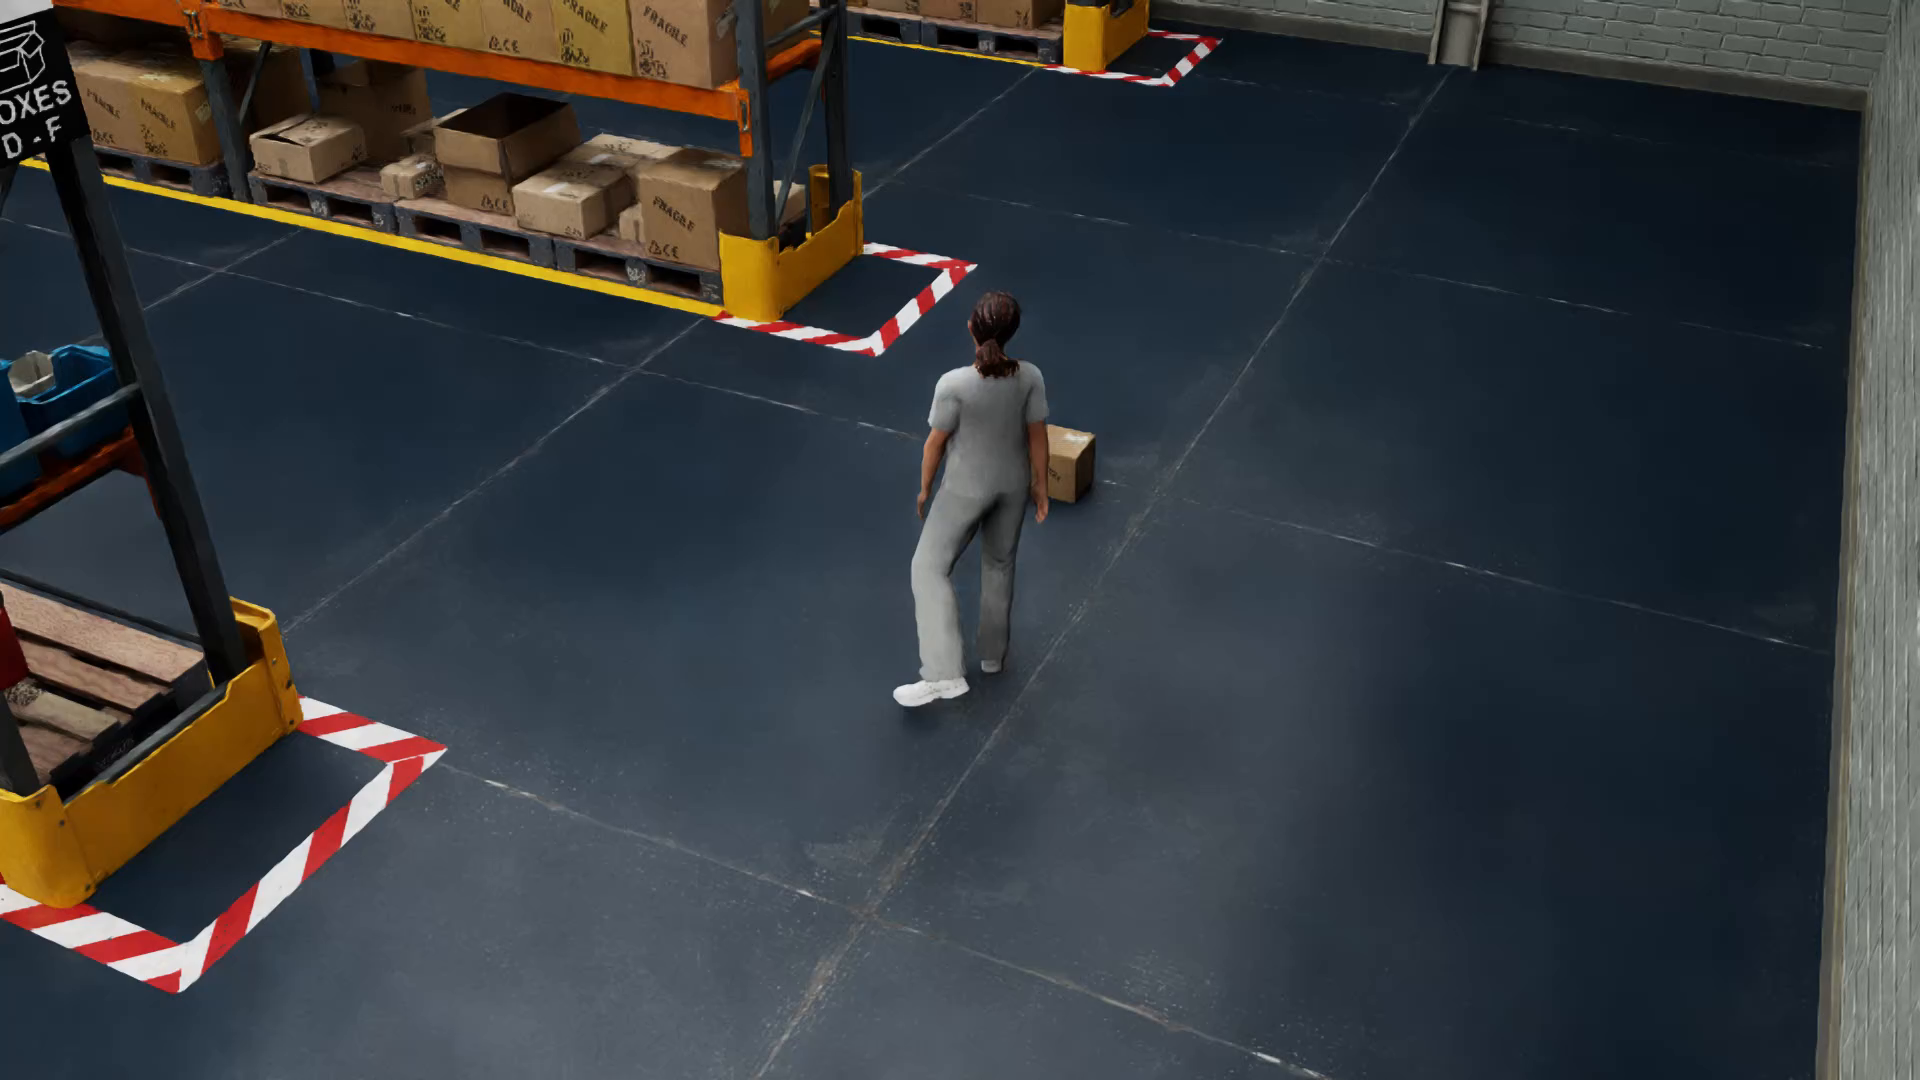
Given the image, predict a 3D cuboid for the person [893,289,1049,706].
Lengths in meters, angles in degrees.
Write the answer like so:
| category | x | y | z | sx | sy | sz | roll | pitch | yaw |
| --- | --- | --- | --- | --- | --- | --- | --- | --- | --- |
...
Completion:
| category | x | y | z | sx | sy | sz | roll | pitch | yaw |
| --- | --- | --- | --- | --- | --- | --- | --- | --- | --- |
| person | 0.022 | -0.122 | 6.352 | 0.693 | 1.639 | 0.516 | -12 | 36 | -17 |
